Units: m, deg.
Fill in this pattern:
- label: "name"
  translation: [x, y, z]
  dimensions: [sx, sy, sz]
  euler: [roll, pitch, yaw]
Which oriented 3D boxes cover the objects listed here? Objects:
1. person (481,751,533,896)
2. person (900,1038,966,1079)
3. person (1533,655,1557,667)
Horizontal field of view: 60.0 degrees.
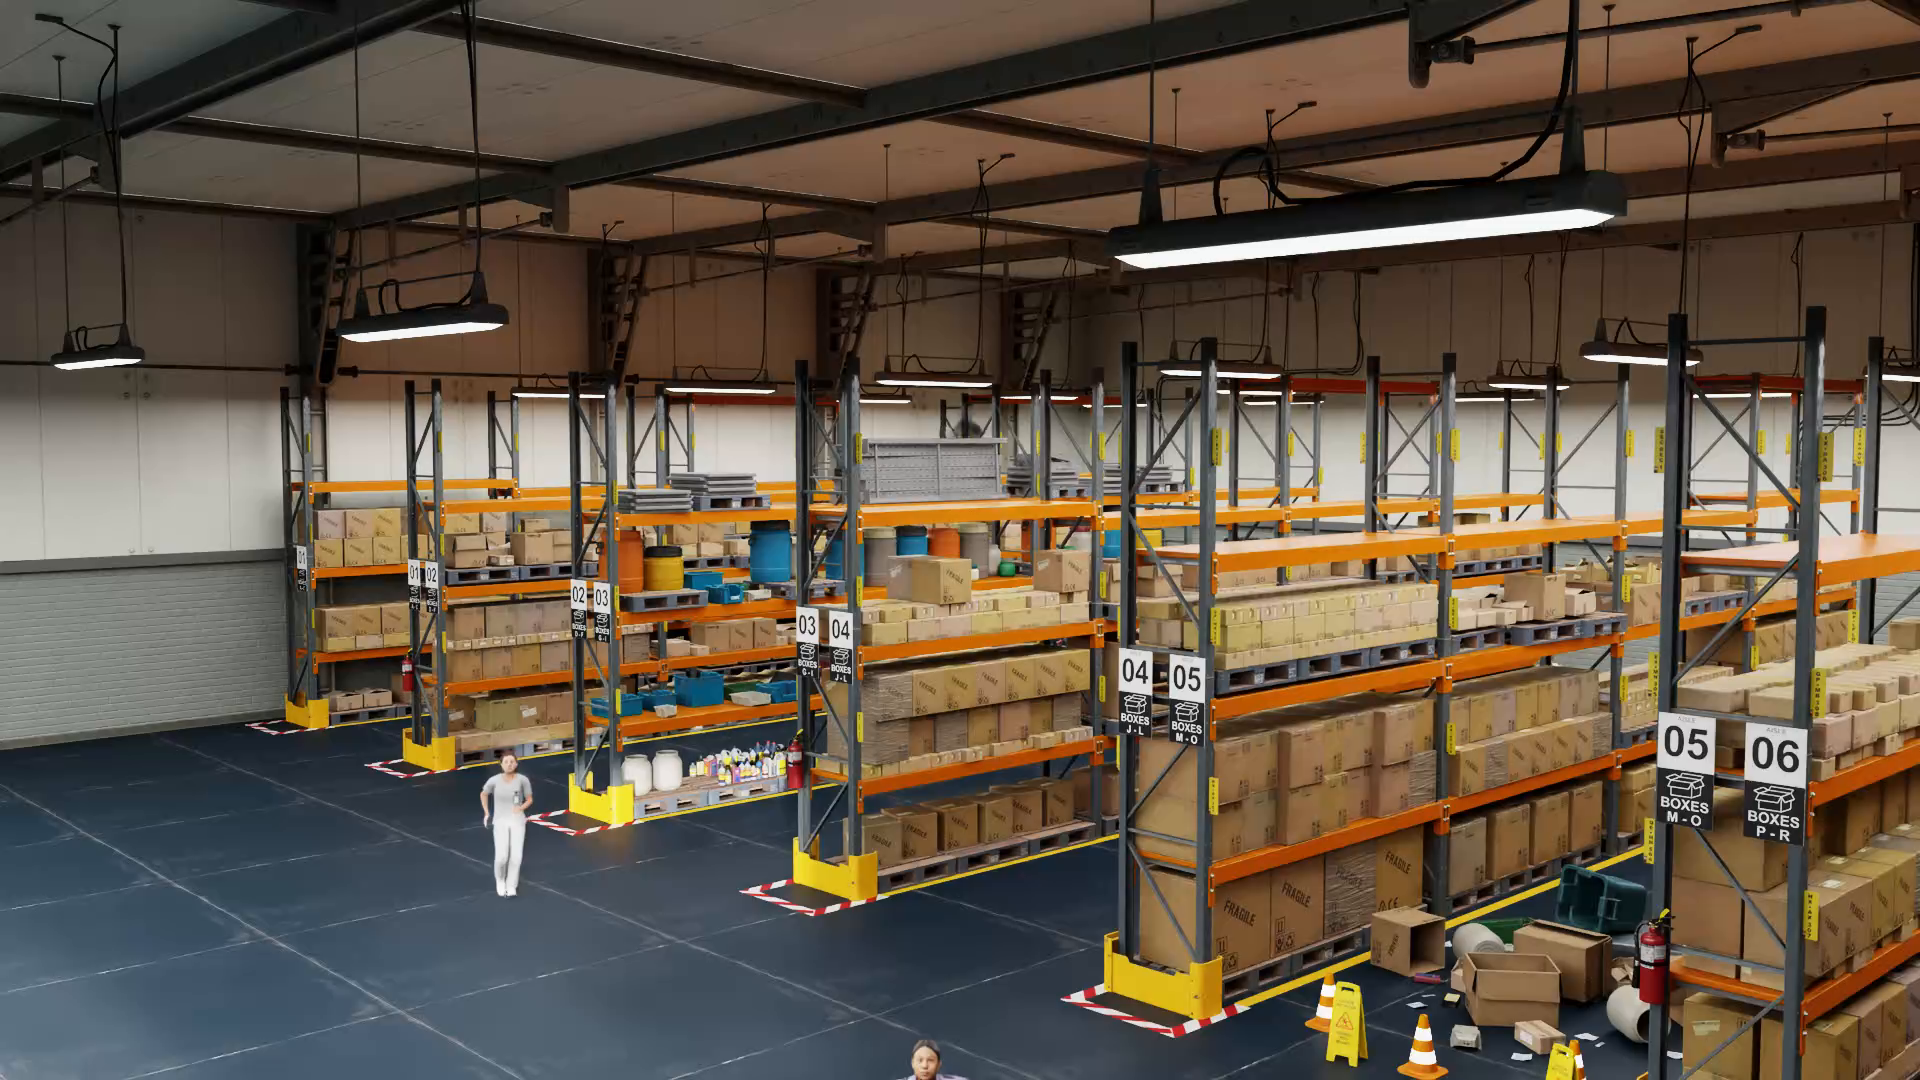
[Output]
- label: "person"
  translation: [-4.998, 3.155, 18.390]
  dimensions: [0.551, 1.633, 0.619]
  euler: [-1, 4, -19]
- label: "person"
  translation: [-0.180, 3.731, 9.711]
  dimensions: [0.661, 1.607, 0.570]
  euler: [0, 4, 2]
- label: "person"
  translation: [9.419, 2.559, 26.717]
  dimensions: [0.914, 1.755, 0.659]
  euler: [-3, 5, -43]
